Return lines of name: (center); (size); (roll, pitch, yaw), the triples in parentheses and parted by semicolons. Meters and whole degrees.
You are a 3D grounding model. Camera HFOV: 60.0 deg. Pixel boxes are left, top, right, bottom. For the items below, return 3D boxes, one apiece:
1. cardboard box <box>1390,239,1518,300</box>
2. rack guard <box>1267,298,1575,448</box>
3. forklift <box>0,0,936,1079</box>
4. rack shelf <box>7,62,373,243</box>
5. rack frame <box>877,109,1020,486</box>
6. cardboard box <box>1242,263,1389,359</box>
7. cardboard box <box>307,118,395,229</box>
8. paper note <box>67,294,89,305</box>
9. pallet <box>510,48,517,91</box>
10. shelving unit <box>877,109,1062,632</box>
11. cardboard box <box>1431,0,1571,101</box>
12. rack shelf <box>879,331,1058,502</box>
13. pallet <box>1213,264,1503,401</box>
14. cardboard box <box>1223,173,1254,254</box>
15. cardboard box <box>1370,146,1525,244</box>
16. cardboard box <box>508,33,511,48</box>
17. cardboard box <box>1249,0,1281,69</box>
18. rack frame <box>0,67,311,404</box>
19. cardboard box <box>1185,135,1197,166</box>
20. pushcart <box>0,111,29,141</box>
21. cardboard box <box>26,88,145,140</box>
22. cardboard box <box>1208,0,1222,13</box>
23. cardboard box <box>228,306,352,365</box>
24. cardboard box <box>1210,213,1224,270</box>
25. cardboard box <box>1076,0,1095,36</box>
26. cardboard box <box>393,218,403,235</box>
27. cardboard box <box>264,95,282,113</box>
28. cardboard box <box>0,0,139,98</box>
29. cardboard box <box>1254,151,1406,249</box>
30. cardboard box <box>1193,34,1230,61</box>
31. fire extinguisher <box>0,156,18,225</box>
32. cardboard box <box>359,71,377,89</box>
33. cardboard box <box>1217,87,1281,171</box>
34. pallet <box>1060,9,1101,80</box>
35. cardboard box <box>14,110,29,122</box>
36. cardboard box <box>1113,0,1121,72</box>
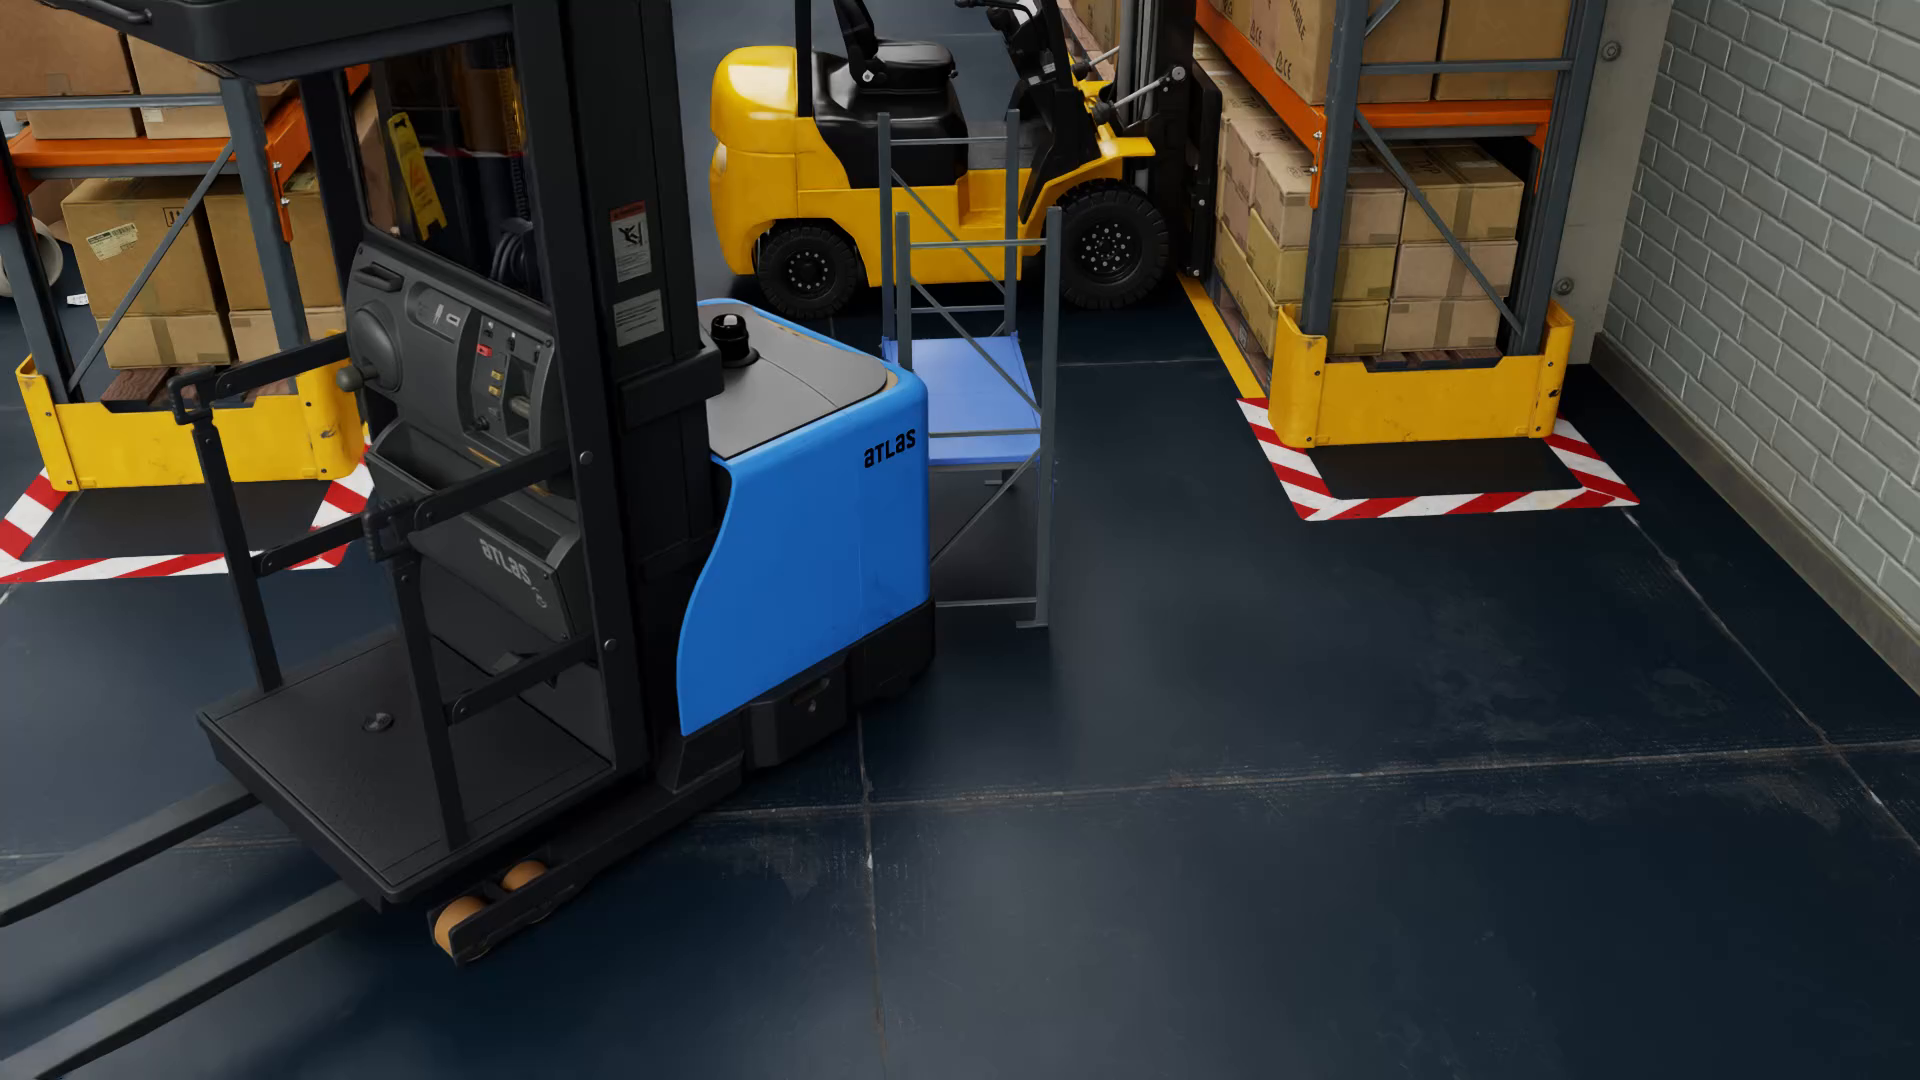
cardboard box: (2.071, -1.258, 7.216); (0.500, 0.250, 0.500); (-2, 31, -4)
rack guard: (1.911, -0.708, 6.948); (1.175, 0.500, 0.348); (-3, 31, -5)
forklift: (-1.462, -0.446, 4.138); (1.130, 2.935, 3.031); (26, 40, 36)
rack shelf: (-3.220, -2.266, 7.820); (1.077, 0.370, 4.000); (-3, 31, -5)
rack frame: (-0.040, -0.860, 6.227); (0.500, 1.500, 0.032); (-3, 31, -5)
cardboard box: (1.550, -1.018, 7.301); (0.500, 0.250, 0.500); (-3, 31, -4)
cardboard box: (-2.889, -1.580, 7.510); (0.500, 0.500, 0.500); (-4, 31, -6)
paper note: (-4.341, -1.200, 8.230); (0.142, 0.019, 0.148); (-14, 33, -22)
pallet: (-3.598, -3.421, 11.771); (1.003, 0.211, 1.213); (-3, 31, -5)
shelving unit: (0.008, -0.600, 5.792); (0.538, 1.500, 1.048); (-3, 31, -5)
cardboard box: (2.139, -2.103, 6.748); (0.500, 0.500, 0.500); (-2, 31, -3)
rack shelf: (0.008, -0.446, 5.885); (0.538, 0.185, 1.000); (-3, 31, -5)
pallet: (1.795, -0.985, 7.693); (1.003, 0.211, 1.213); (-3, 31, -5)
cardboard box: (1.516, -1.498, 7.618); (0.500, 0.250, 0.500); (-3, 31, -5)
cardboard box: (2.052, -1.477, 7.095); (0.500, 0.250, 0.500); (-3, 31, -5)
cardboard box: (-3.596, -3.638, 11.568); (0.950, 0.372, 0.625); (-2, 31, -3)
cardboard box: (1.562, -2.341, 7.146); (0.500, 0.500, 0.500); (-2, 31, -3)
rack frame: (-3.033, -1.554, 5.926); (1.000, 3.000, 0.127); (-3, 31, -5)
cardboard box: (1.403, -2.016, 8.485); (0.500, 0.250, 0.500); (-3, 31, -5)
pushcart: (-5.672, -2.336, 9.792); (1.648, 0.377, 0.936); (-14, 33, -22)
cardboard box: (-3.281, -1.627, 6.293); (0.380, 0.149, 0.250); (-2, 31, -3)
cardboard box: (1.456, -2.858, 8.013); (0.500, 0.500, 0.500); (-3, 31, -4)
cardboard box: (-2.833, -0.979, 7.236); (0.500, 0.250, 0.500); (-3, 31, -5)
cardboard box: (1.475, -1.528, 8.156); (0.500, 0.250, 0.500); (-2, 31, -4)
cardboard box: (1.338, -4.043, 12.000); (0.875, 0.625, 0.625); (-4, 31, -7)
cardboard box: (-2.937, -1.518, 8.138); (0.500, 0.250, 0.500); (-1, 31, -1)
cardboard box: (-2.897, -1.758, 6.513); (0.380, 0.149, 0.250); (-2, 31, -4)
cardboard box: (-3.358, -1.988, 6.266); (0.500, 0.500, 0.500); (-3, 31, -5)
cardboard box: (1.555, -1.443, 7.037); (0.500, 0.250, 0.500); (-2, 31, -3)
cardboard box: (1.363, -2.488, 8.787); (0.500, 0.250, 0.500); (-2, 31, -3)
fire extinguisher: (-3.481, -1.440, 5.812); (0.296, 0.674, 0.183); (-3, 31, -5)
cardboard box: (-2.986, -2.109, 8.396); (0.500, 0.500, 0.500); (-1, 31, -2)
cardboard box: (1.444, -1.960, 7.904); (0.500, 0.250, 0.500); (-2, 31, -4)
pallet: (1.310, -3.637, 12.134); (1.003, 0.211, 1.213); (-3, 31, -5)
cardboard box: (-5.176, -2.748, 9.624); (0.500, 0.500, 0.500); (-3, 31, -5)
cardboard box: (1.475, -3.263, 10.693); (0.875, 0.625, 0.625); (-1, 31, -2)
